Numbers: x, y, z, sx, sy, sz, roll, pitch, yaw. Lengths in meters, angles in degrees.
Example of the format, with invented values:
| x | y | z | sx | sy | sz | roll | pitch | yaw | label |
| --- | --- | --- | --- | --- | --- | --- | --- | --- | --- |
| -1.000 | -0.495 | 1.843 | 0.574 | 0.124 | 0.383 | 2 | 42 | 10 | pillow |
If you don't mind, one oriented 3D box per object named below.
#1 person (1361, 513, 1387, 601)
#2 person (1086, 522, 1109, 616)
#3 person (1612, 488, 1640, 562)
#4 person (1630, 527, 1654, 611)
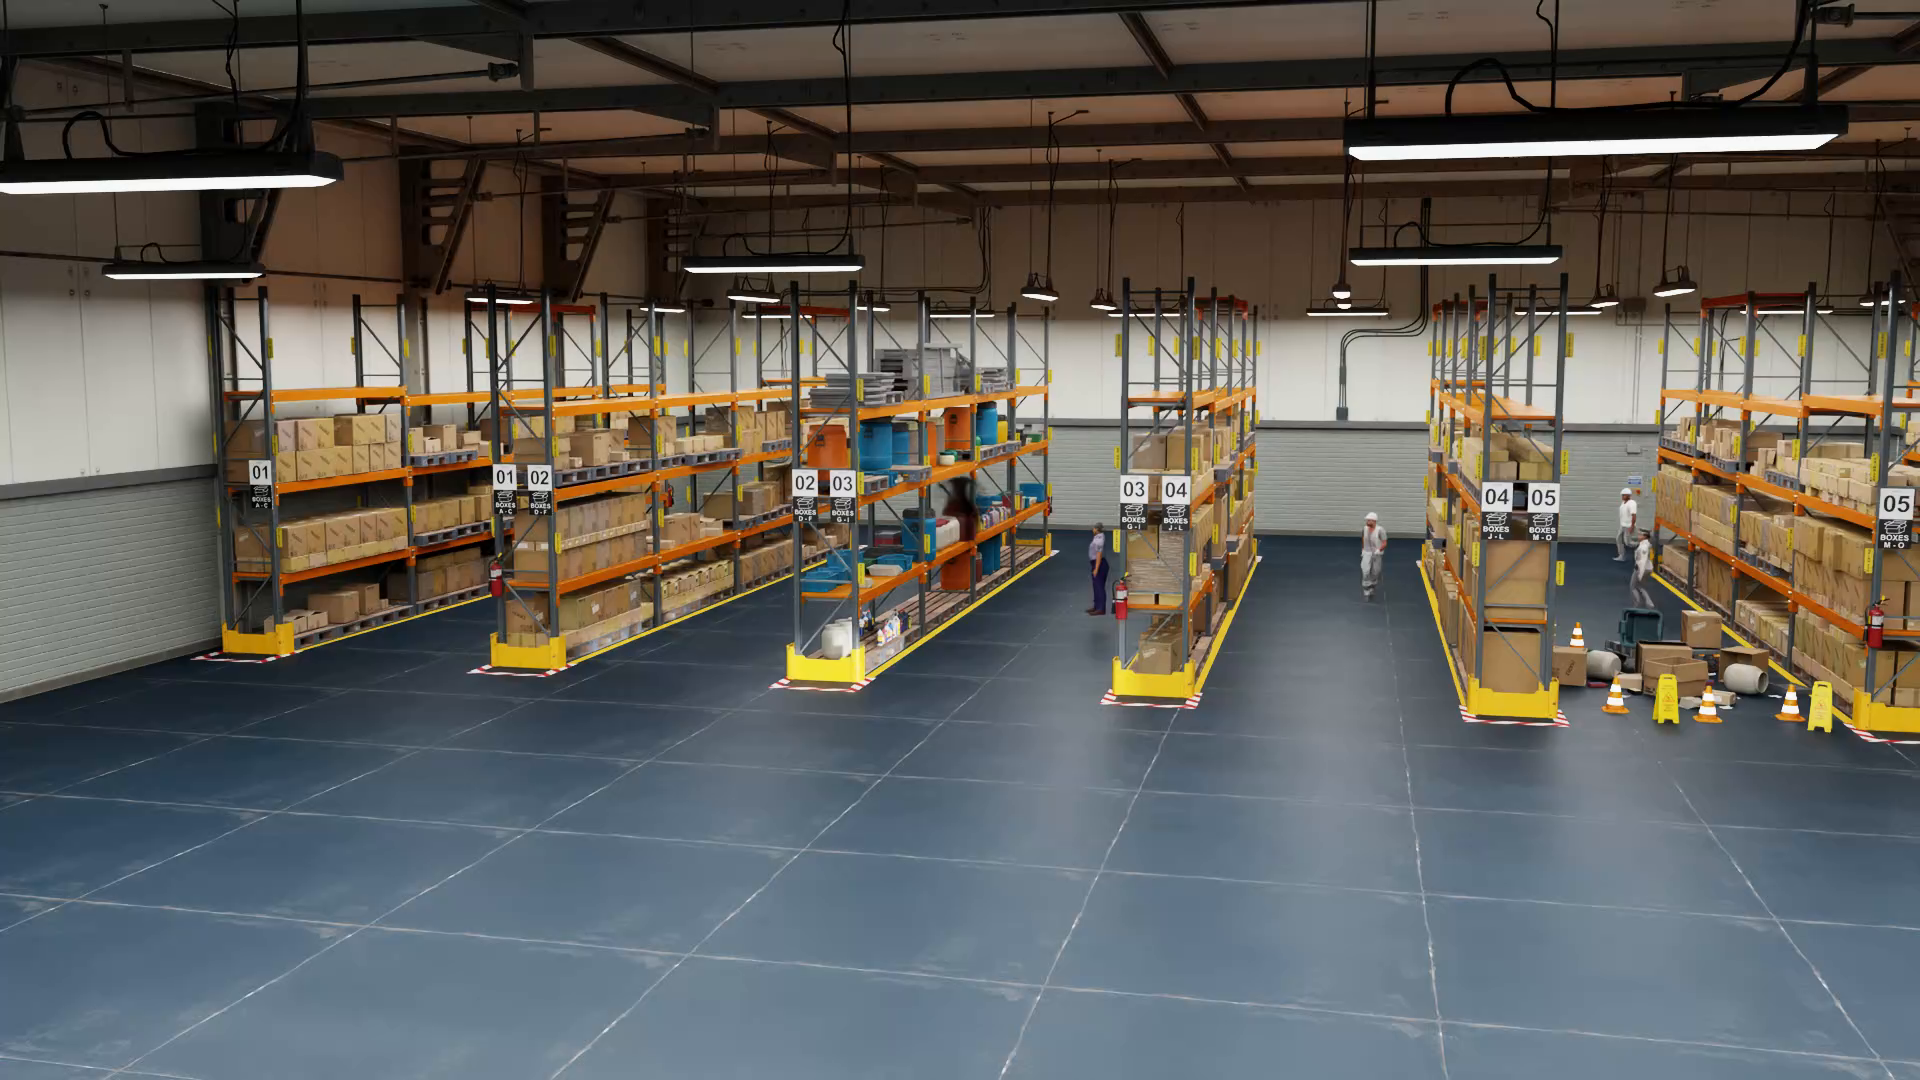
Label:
| x | y | z | sx | sy | sz | roll | pitch | yaw | label |
| --- | --- | --- | --- | --- | --- | --- | --- | --- | --- |
| 8.307 | 0.343 | 33.372 | 0.492 | 1.807 | 0.877 | 2 | 7 | 14 | person |
| 2.447 | 0.498 | 29.489 | 0.392 | 1.650 | 0.518 | 0 | 7 | 2 | person |
| 15.764 | -0.346 | 39.064 | 0.770 | 1.734 | 0.677 | 0 | 7 | 1 | person |
| 12.927 | 0.594 | 31.522 | 0.471 | 1.677 | 0.464 | -5 | 8 | -35 | person |
